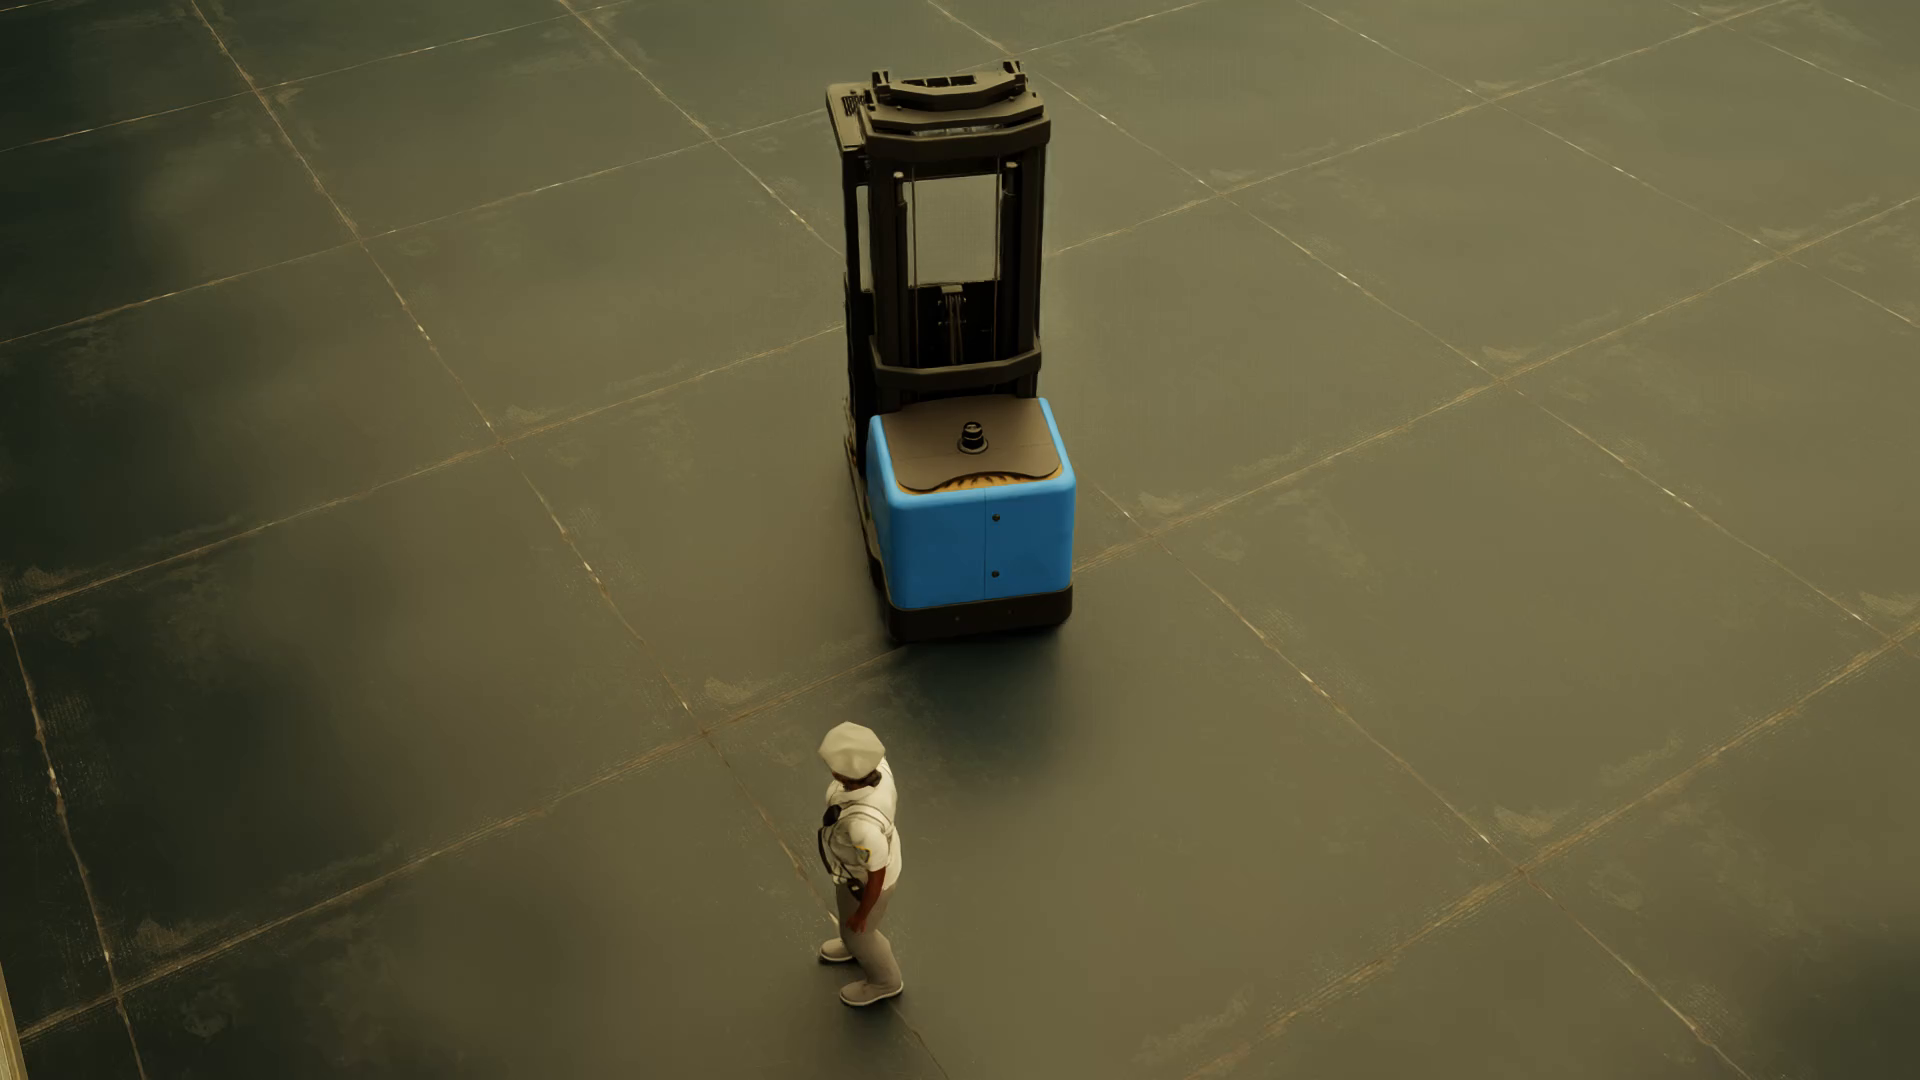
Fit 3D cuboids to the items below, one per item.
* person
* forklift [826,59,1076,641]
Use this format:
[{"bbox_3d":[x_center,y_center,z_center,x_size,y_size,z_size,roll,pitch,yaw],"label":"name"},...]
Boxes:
[{"bbox_3d":[-0.455,1.406,7.223,0.405,1.672,0.591,-1,41,-1],"label":"person"},{"bbox_3d":[-0.132,-1.510,9.598,1.130,2.935,3.031,-7,42,-8],"label":"forklift"}]
